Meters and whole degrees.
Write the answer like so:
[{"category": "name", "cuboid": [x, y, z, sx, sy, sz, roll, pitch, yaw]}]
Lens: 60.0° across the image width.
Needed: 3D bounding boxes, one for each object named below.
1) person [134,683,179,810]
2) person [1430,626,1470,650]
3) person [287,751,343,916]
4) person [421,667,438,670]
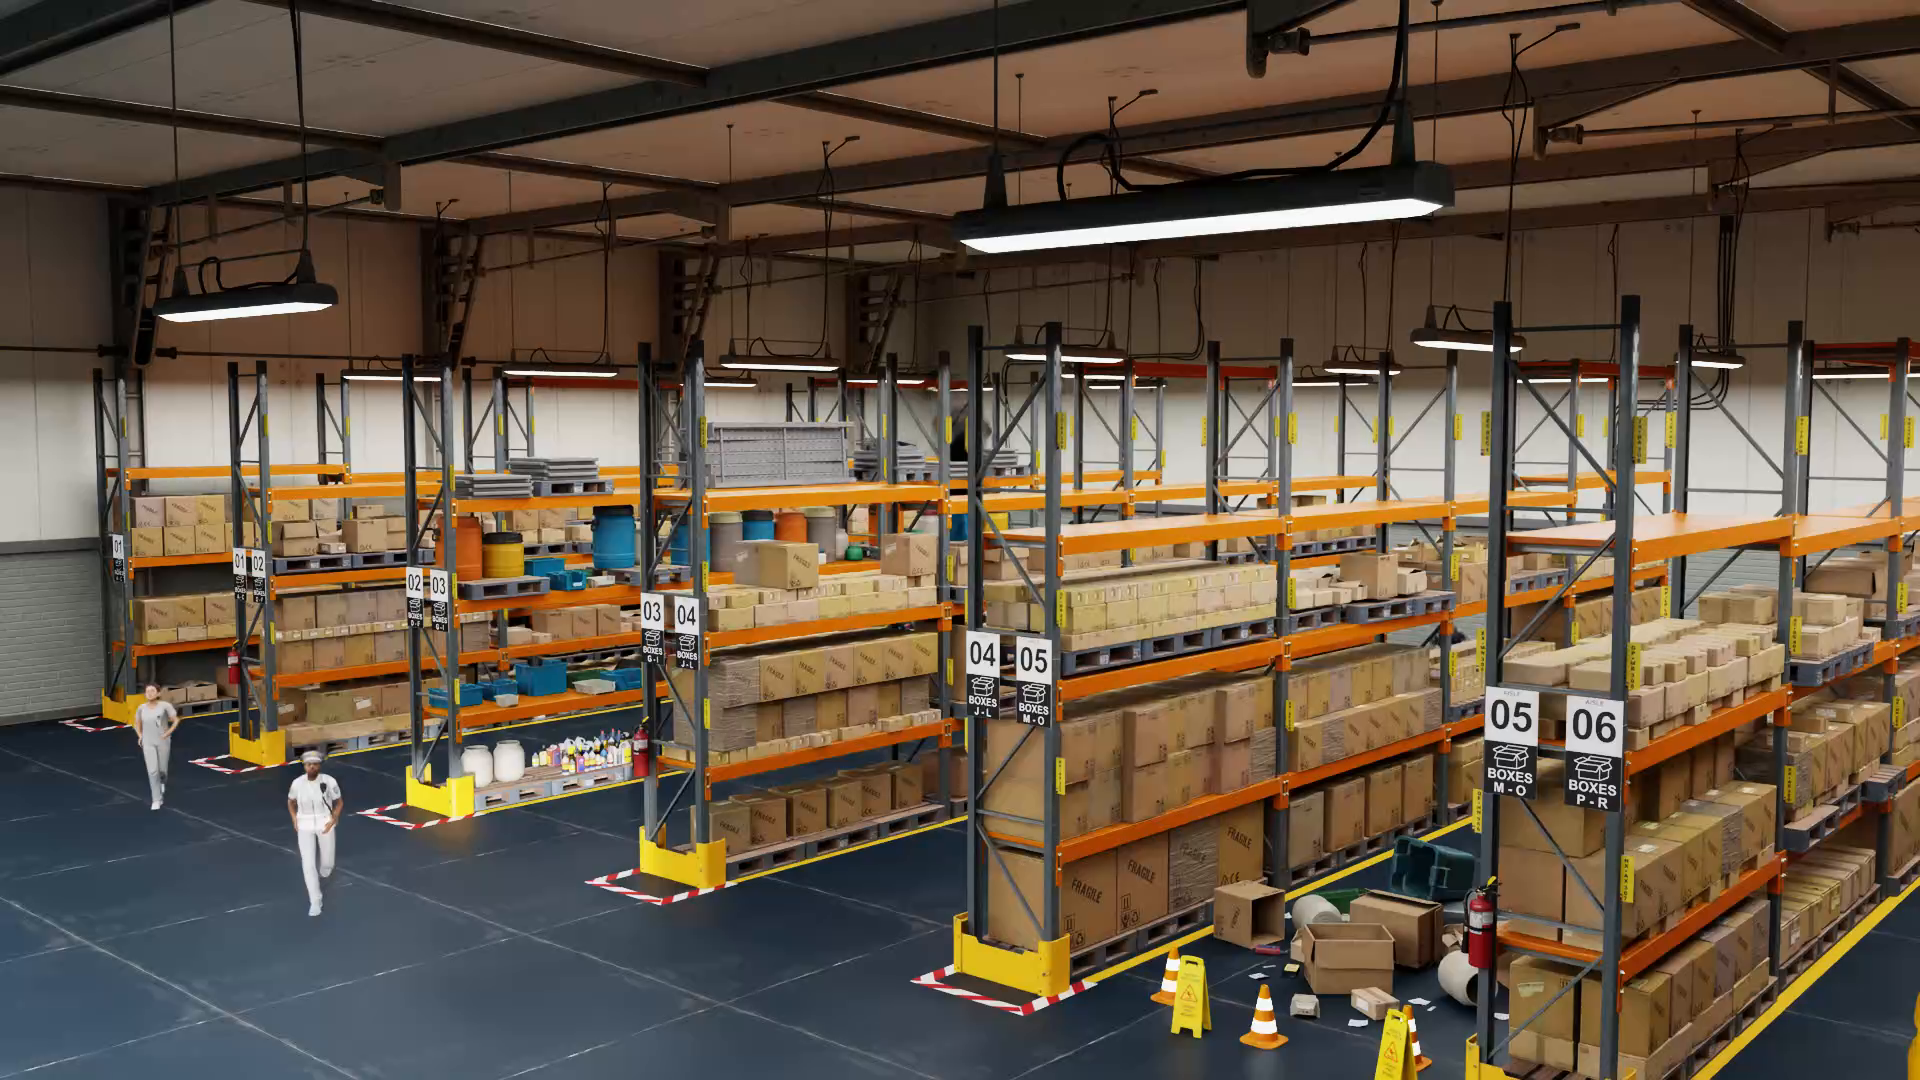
[{"category": "person", "cuboid": [-10.719, 2.721, 22.191, 0.564, 1.655, 0.710, -1, 4, -17]}, {"category": "person", "cuboid": [8.856, 2.152, 29.892, 0.816, 1.632, 0.669, 0, 4, 4]}, {"category": "person", "cuboid": [-6.854, 3.060, 17.667, 0.539, 1.686, 0.940, -2, 5, -21]}, {"category": "person", "cuboid": [-9.437, 2.079, 29.605, 0.686, 1.810, 0.987, 2, 5, 29]}]
